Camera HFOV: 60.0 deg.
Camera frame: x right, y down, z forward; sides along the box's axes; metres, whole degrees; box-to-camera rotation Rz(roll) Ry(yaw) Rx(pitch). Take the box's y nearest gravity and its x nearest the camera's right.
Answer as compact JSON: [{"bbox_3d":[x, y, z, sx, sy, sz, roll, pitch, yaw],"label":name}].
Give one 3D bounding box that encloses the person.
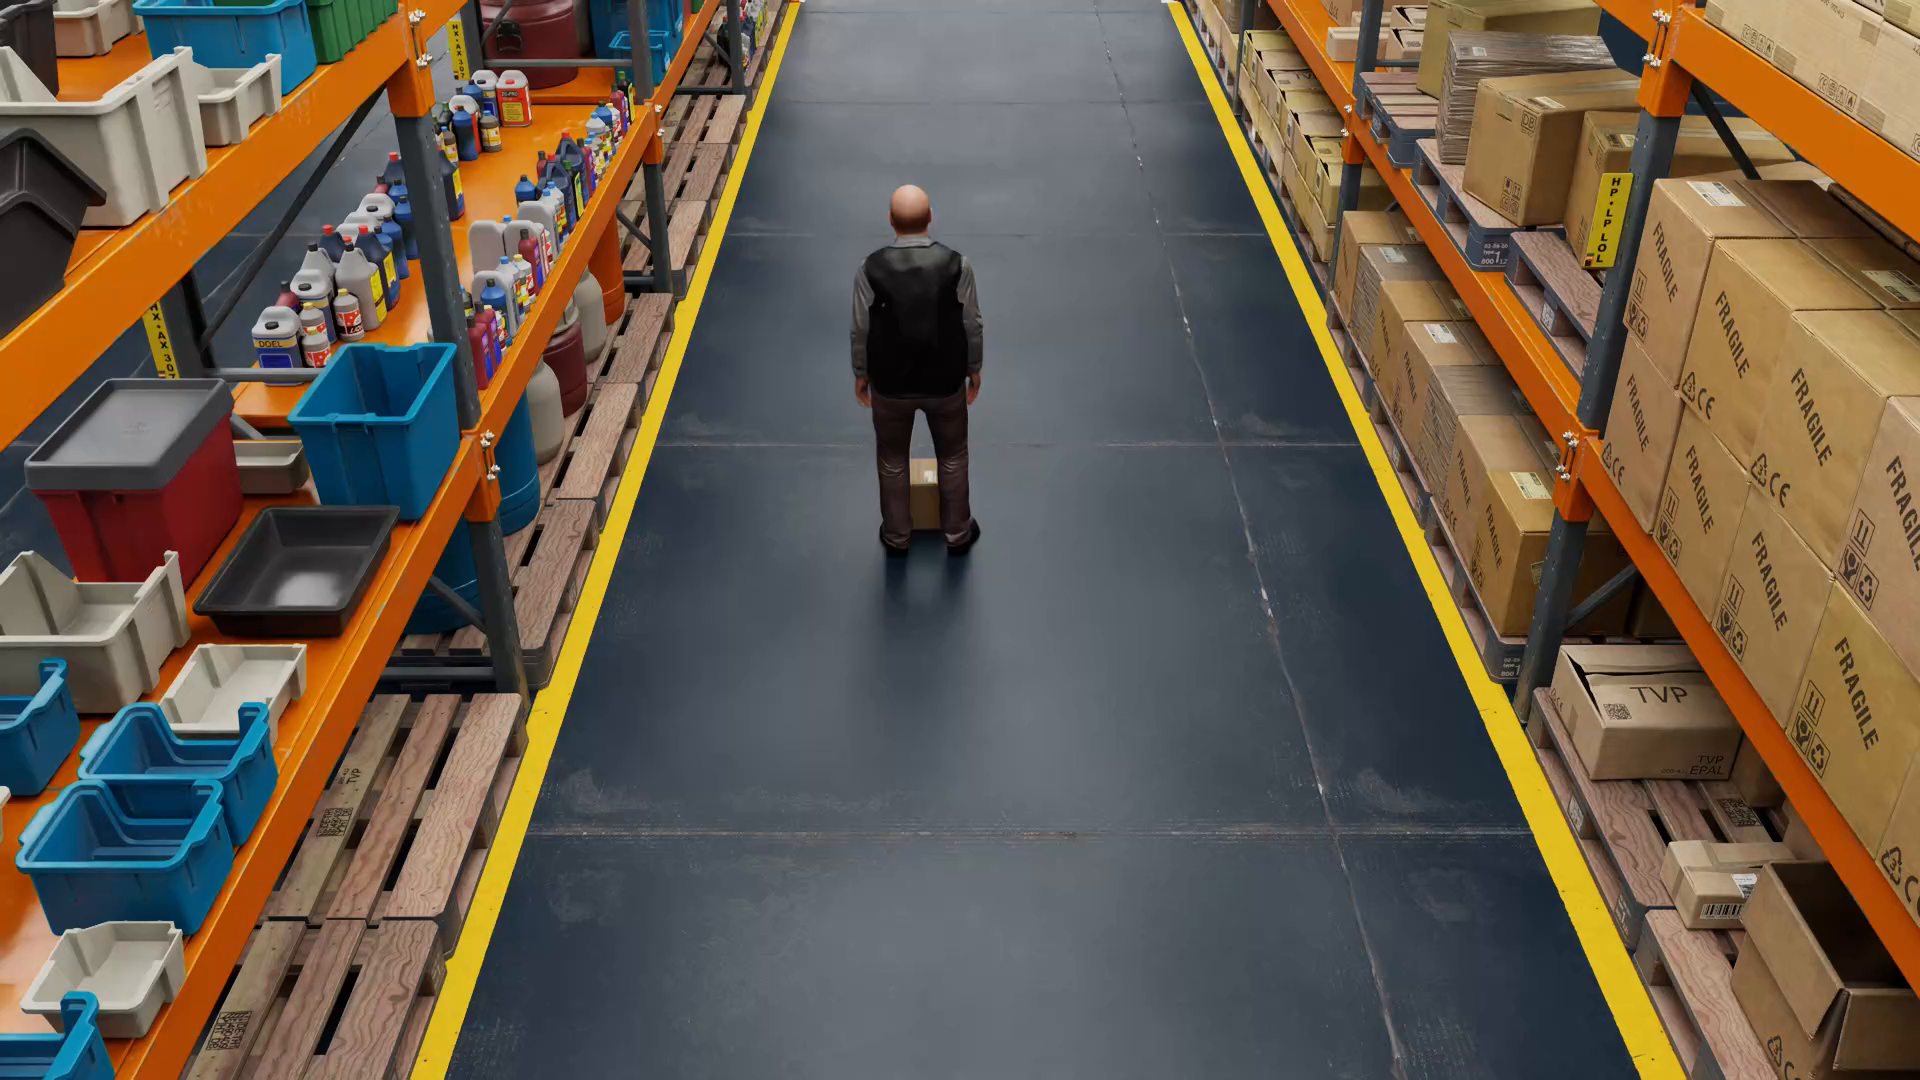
[{"bbox_3d":[-0.187,-0.653,7.334,0.579,1.613,0.422,-1,31,-2],"label":"person"}]
